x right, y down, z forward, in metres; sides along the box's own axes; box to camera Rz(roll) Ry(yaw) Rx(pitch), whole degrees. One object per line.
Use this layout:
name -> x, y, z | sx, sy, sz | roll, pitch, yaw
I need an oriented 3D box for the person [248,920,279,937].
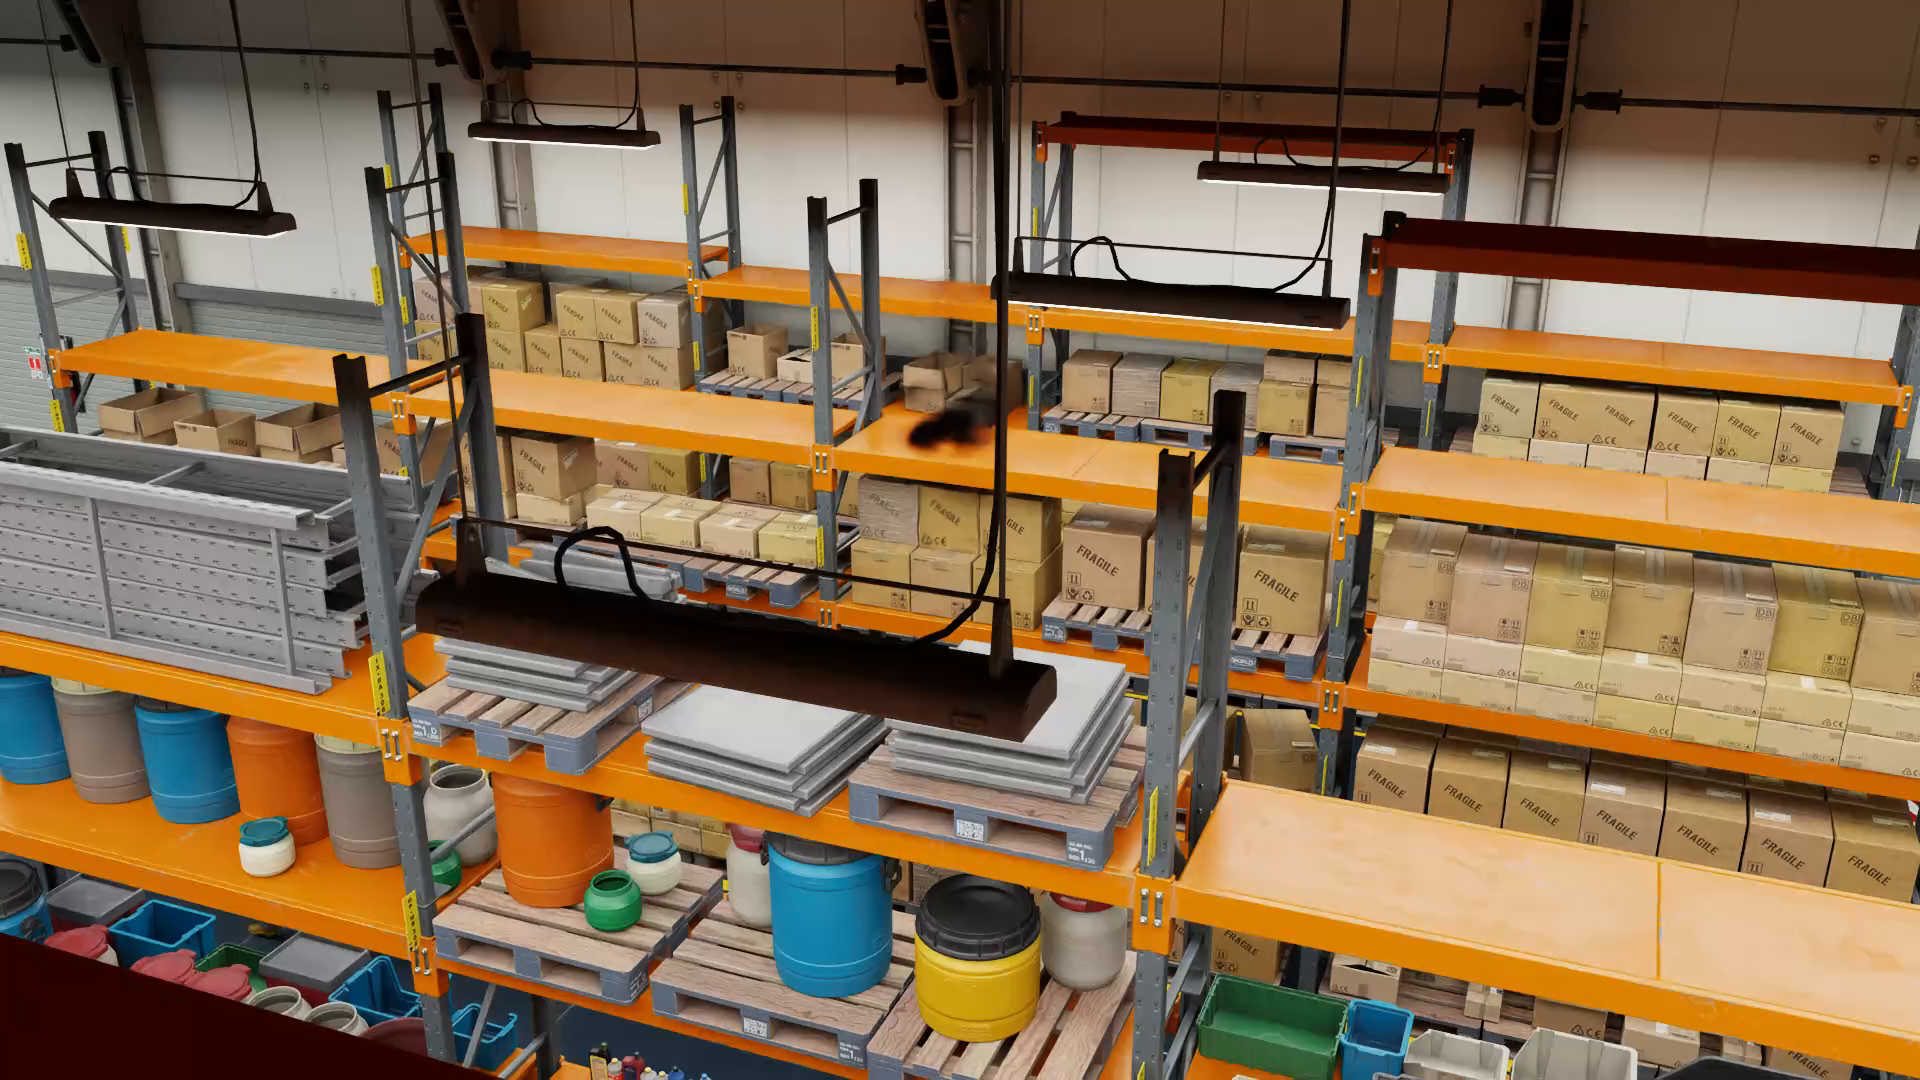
person -> -5.532, 2.494, 13.414 | 0.872, 1.765, 0.711 | 6, 22, 16
